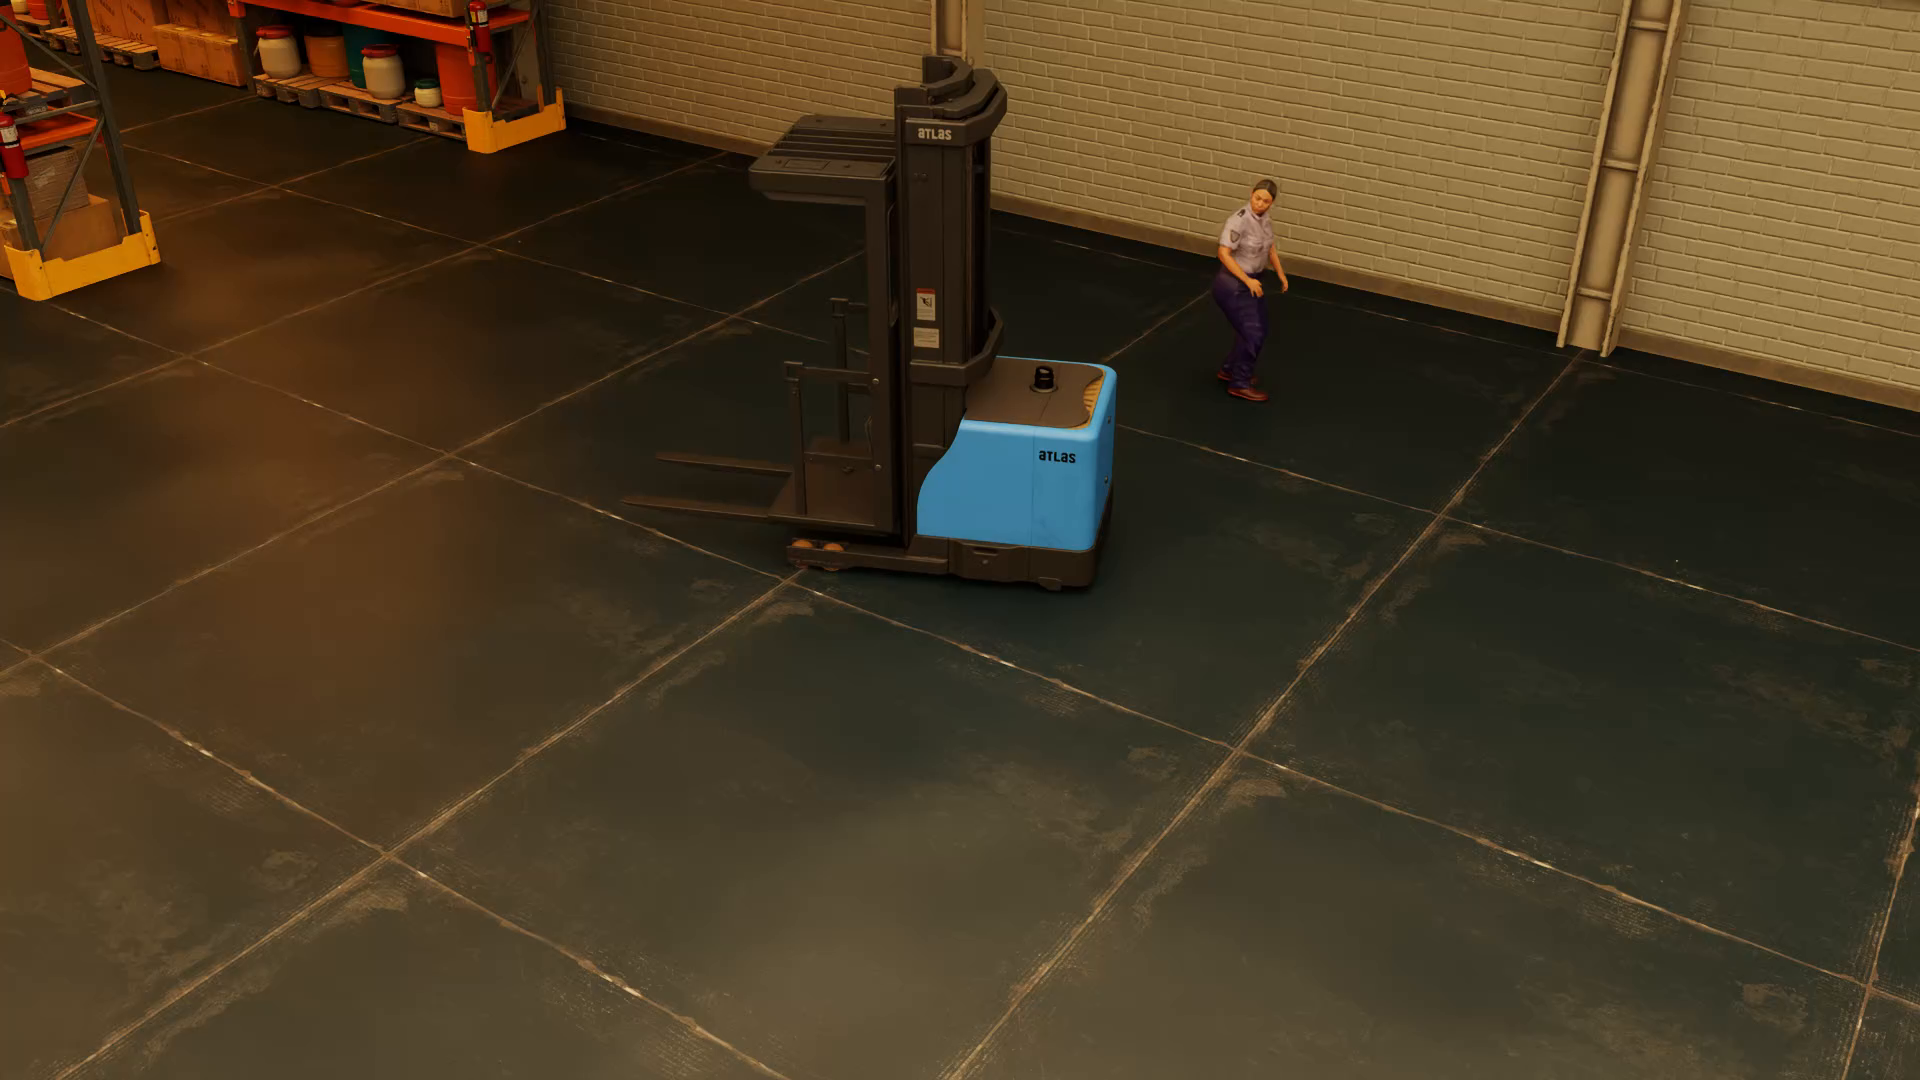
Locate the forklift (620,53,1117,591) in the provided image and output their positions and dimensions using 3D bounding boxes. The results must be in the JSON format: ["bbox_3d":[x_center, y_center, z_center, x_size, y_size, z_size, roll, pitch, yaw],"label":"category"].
[{"bbox_3d":[-0.596,-1.330,9.871,3.031,2.935,1.130,6,31,10],"label":"forklift"}]

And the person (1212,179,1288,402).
[{"bbox_3d":[2.125,-1.837,12.084,0.495,1.610,0.691,16,34,25],"label":"person"}]
